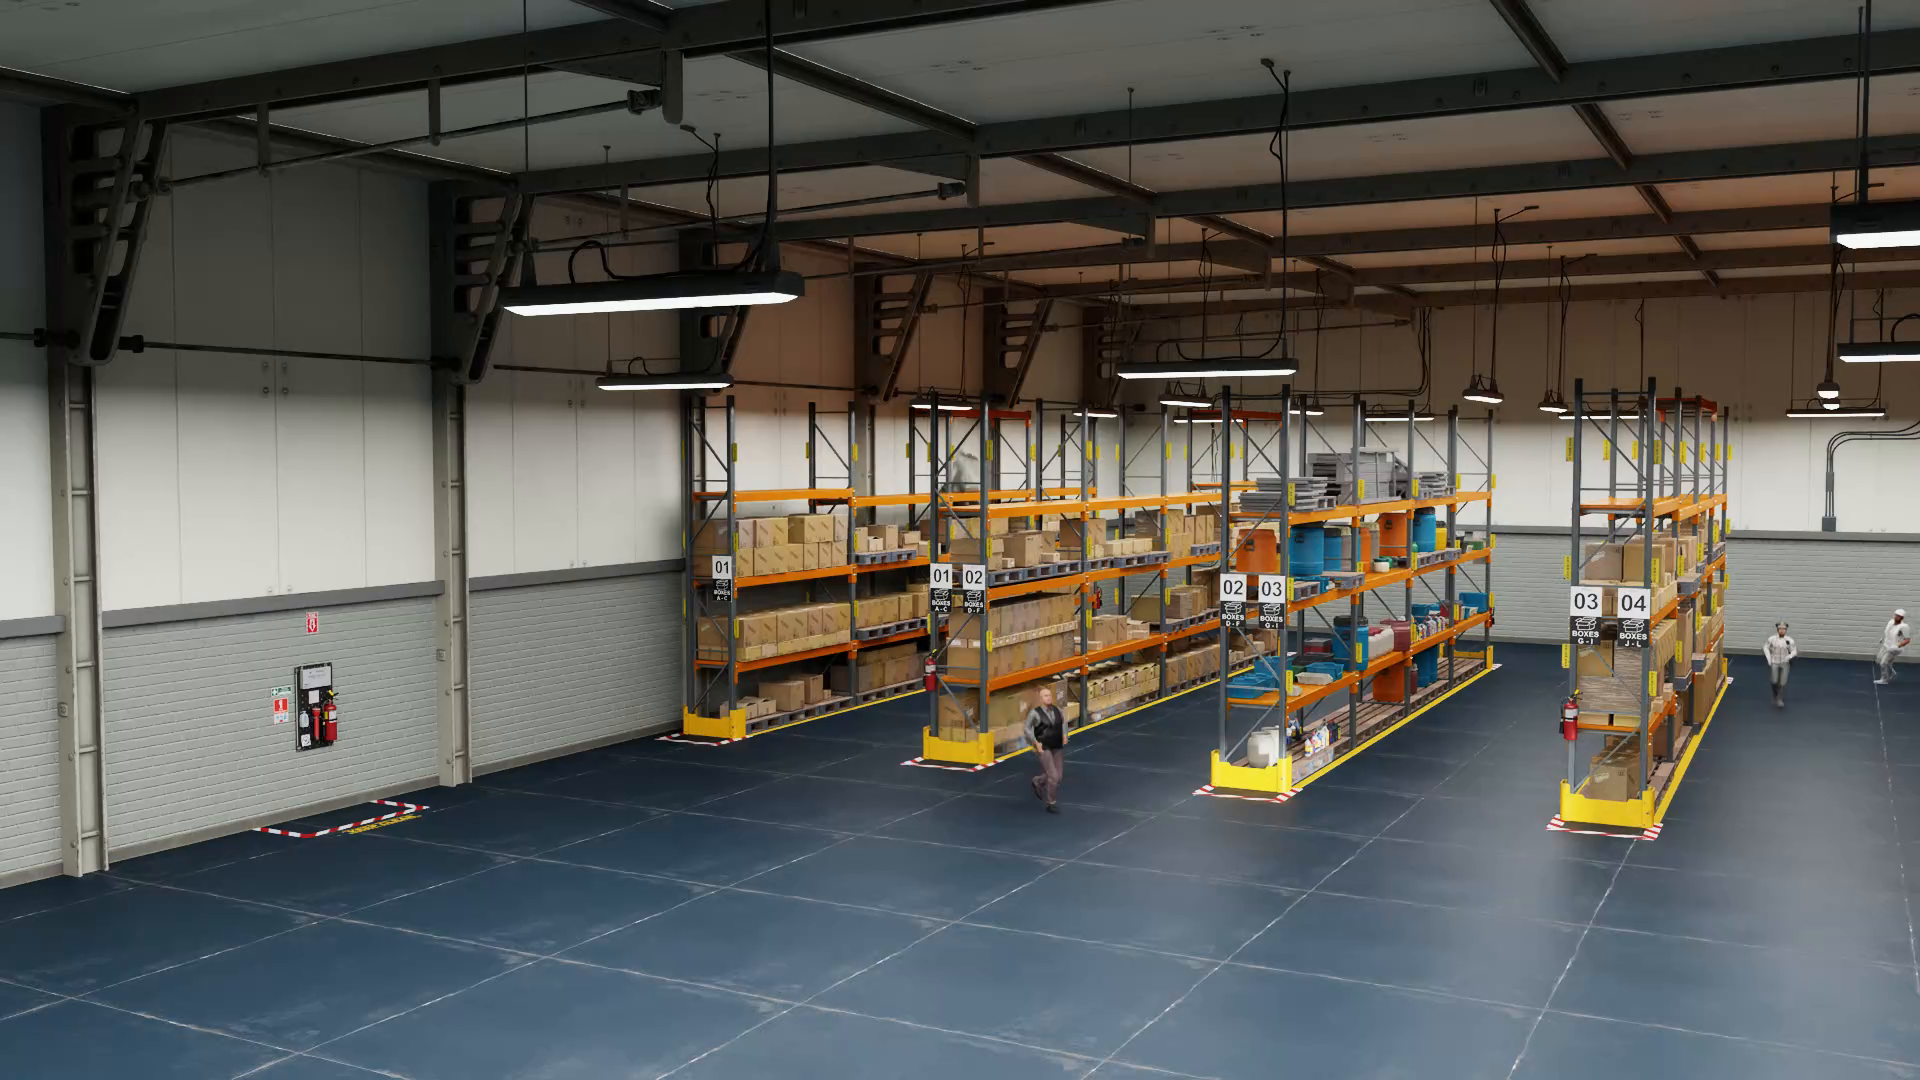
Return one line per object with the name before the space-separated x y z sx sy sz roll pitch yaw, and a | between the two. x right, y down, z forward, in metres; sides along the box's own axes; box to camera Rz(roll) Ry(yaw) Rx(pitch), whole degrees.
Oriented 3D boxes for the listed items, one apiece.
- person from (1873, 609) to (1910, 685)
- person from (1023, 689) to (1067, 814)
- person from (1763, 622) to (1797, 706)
person | 19.975 2.300 35.568 0.606 1.657 0.861 -1 3 -10
person | 1.208 2.937 23.315 0.659 1.708 0.686 -2 4 -32
person | 16.133 2.447 32.730 0.596 1.676 0.509 1 3 26
